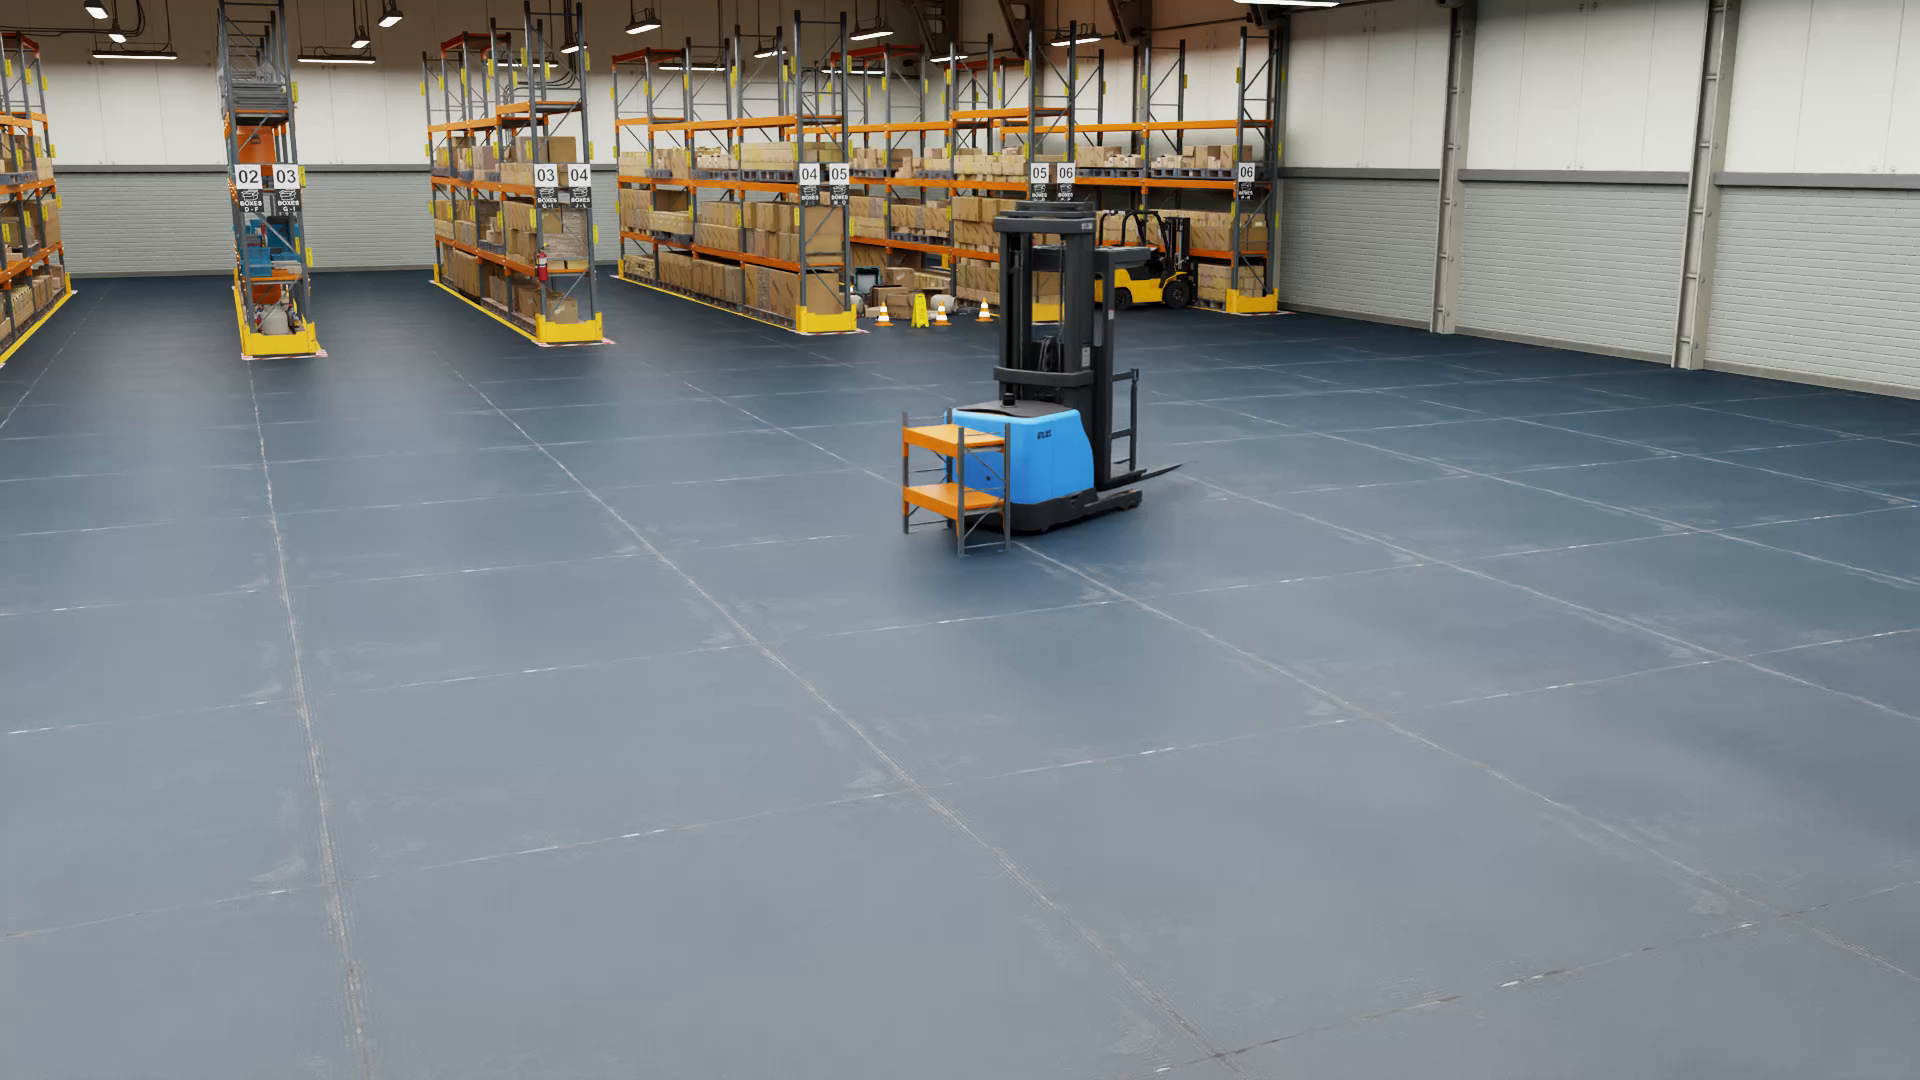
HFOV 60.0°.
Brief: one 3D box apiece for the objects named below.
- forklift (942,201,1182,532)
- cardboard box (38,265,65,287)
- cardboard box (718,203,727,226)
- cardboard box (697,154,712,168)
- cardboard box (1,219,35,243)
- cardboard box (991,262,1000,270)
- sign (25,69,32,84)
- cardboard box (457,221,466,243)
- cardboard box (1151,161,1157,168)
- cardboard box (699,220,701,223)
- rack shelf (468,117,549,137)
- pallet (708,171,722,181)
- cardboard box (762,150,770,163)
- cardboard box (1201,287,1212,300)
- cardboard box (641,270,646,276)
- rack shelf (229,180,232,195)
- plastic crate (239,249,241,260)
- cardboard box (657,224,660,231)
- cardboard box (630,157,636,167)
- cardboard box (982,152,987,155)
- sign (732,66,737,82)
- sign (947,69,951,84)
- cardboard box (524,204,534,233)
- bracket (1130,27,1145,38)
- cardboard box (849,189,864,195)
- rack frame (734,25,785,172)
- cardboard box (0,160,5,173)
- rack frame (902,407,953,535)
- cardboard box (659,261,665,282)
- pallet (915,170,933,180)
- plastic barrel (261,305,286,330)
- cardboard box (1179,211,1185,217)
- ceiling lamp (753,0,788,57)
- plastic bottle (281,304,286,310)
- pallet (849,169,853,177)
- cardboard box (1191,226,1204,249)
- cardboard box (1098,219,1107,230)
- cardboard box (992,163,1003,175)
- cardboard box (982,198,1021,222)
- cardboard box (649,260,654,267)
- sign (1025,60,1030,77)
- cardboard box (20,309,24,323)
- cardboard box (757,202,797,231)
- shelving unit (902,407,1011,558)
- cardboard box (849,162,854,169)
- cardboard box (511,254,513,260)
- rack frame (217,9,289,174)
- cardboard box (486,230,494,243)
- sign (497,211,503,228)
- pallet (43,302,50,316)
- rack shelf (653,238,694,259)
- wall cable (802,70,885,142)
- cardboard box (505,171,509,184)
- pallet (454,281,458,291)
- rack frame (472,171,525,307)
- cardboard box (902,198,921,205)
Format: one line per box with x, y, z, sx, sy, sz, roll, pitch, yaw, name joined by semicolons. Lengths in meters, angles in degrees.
1.126;-1.775;16.037;1.130;2.935;3.031;10;16;36;forklift
-22.259;-6.472;40.751;0.500;0.500;0.500;-6;14;-23;cardboard box
-5.048;-7.361;37.582;0.700;0.500;0.500;-6;14;-24;cardboard box
-5.746;-8.736;38.356;0.500;0.311;0.500;-6;14;-23;cardboard box
-20.336;-6.633;35.726;0.700;0.500;0.500;-10;16;-37;cardboard box
0.895;-5.914;35.837;0.380;0.149;0.250;-5;14;-21;cardboard box
-20.594;-10.246;36.760;0.100;0.325;0.005;-6;14;-23;sign
-11.865;-7.461;40.232;0.500;0.500;0.500;-6;14;-23;cardboard box
4.711;-8.797;38.979;0.380;0.149;0.250;-5;14;-22;cardboard box
-6.166;-7.742;40.635;0.380;0.149;0.250;-6;14;-23;cardboard box
-9.619;-8.771;35.294;1.077;0.370;4.000;-6;14;-23;rack shelf
-5.078;-8.245;37.607;1.003;0.211;1.213;-5;14;-20;pallet
-3.684;-7.755;33.593;0.500;0.250;0.500;-5;14;-22;cardboard box
5.743;-5.536;37.302;0.500;0.250;0.500;-6;14;-23;cardboard box
-8.321;-7.140;44.461;0.380;0.149;0.250;-6;14;-23;cardboard box
-15.759;-7.884;37.225;1.077;0.370;4.000;-6;14;-23;rack shelf
-14.312;-5.765;33.594;0.450;0.188;0.662;-6;14;-23;plastic crate
-7.388;-7.859;41.801;0.380;0.149;0.250;-5;14;-22;cardboard box
-8.496;-10.087;44.373;0.500;0.250;0.500;-6;14;-25;cardboard box
0.971;-10.941;47.403;0.500;0.250;0.500;-6;14;-24;cardboard box
-4.725;-9.773;34.891;0.100;0.325;0.005;-6;14;-23;sign
-0.244;-10.280;36.905;0.100;0.325;0.005;-6;14;-23;sign
-7.868;-6.029;31.169;0.500;0.500;0.500;-6;14;-23;cardboard box
4.396;-12.522;41.034;0.235;0.232;0.430;-6;14;-23;bracket
-2.831;-9.469;45.254;0.380;0.149;0.250;-6;14;-24;cardboard box
-4.232;-9.331;35.228;1.000;3.000;0.127;-6;14;-23;rack frame
-19.038;-7.311;32.554;0.500;0.250;0.500;-5;14;-21;cardboard box
-0.294;-0.626;15.082;0.500;1.125;0.032;-7;15;-29;rack frame
-7.384;-6.871;42.517;0.500;0.500;0.500;-5;14;-21;cardboard box
-0.305;-8.597;39.126;1.213;0.211;1.003;-6;14;-23;pallet
-12.288;-3.932;29.793;0.421;0.512;0.421;0;13;0;plastic barrel
5.254;-7.483;38.229;0.380;0.149;0.250;-6;14;-23;cardboard box
-4.609;-13.926;42.136;0.800;3.185;2.000;-6;14;-23;ceiling lamp
-12.966;-4.337;31.856;0.144;0.351;0.185;-6;14;-23;plastic bottle
-2.530;-9.712;43.952;0.805;0.209;1.217;-6;14;-25;pallet
5.569;-6.839;37.546;0.500;0.500;0.500;-6;14;-24;cardboard box
3.781;-7.892;41.539;0.500;0.250;0.500;-5;14;-22;cardboard box
1.000;-7.875;35.263;0.500;0.250;0.500;-5;14;-21;cardboard box
0.893;-7.133;35.938;0.700;0.500;0.500;-6;14;-23;cardboard box
-7.957;-7.265;43.681;0.380;0.149;0.250;-5;14;-22;cardboard box
1.348;-9.459;33.358;0.100;0.325;0.005;-6;14;-23;sign
-18.244;-4.270;31.834;0.500;0.250;0.500;-6;14;-25;cardboard box
-3.699;-6.701;34.442;0.875;0.550;0.550;-6;14;-23;cardboard box
-0.043;-0.527;14.651;0.538;1.125;1.048;-7;15;-29;shelving unit
-2.756;-9.788;43.442;0.380;0.166;0.250;-7;15;-27;cardboard box
-8.793;-5.685;33.337;0.380;0.149;0.250;-6;14;-23;cardboard box
-13.356;-8.456;31.449;1.000;3.000;0.127;-6;14;-23;rack frame
-9.959;-6.572;36.013;0.500;0.250;0.500;-6;14;-25;cardboard box
-9.325;-6.494;33.708;0.100;0.325;0.005;-6;14;-23;sign
-20.247;-4.964;35.850;1.003;0.211;1.213;-6;14;-23;pallet
-6.636;-7.297;41.341;1.077;0.370;4.000;-6;14;-23;rack shelf
-3.823;-13.757;54.270;2.988;3.039;0.133;-6;14;-23;wall cable
-8.655;-7.144;32.765;0.500;0.250;0.500;-6;14;-23;cardboard box
-12.255;-6.439;42.224;1.003;0.211;1.213;-6;14;-23;pallet
-10.420;-6.807;37.629;1.000;3.000;0.127;-6;14;-23;rack frame
-1.313;-8.362;41.909;0.500;0.500;0.500;-6;14;-25;cardboard box
